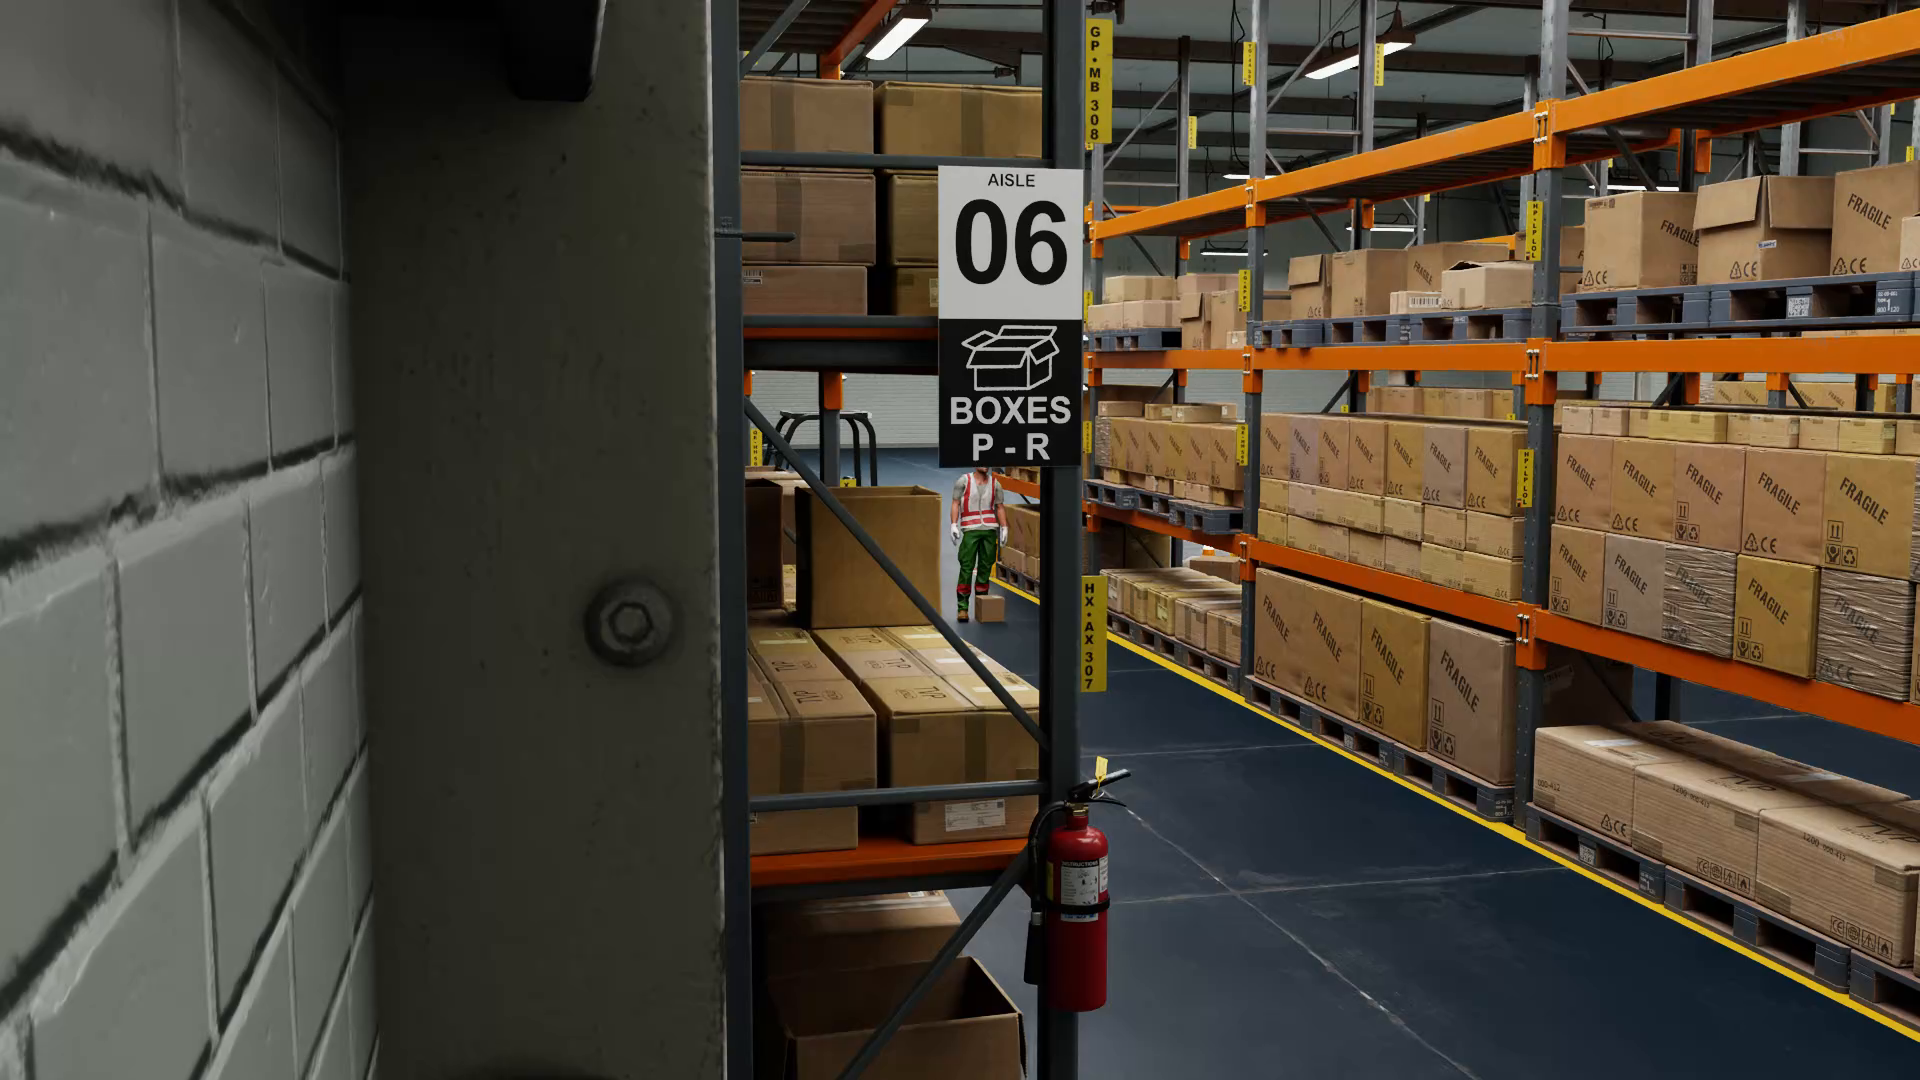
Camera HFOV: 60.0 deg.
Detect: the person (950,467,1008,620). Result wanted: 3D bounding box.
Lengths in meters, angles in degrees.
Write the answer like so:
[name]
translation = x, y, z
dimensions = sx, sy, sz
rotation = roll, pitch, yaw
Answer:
[person]
translation = 0.218, -0.070, 17.583
dimensions = 0.638, 1.787, 0.564
rotation = -2, 6, -15
